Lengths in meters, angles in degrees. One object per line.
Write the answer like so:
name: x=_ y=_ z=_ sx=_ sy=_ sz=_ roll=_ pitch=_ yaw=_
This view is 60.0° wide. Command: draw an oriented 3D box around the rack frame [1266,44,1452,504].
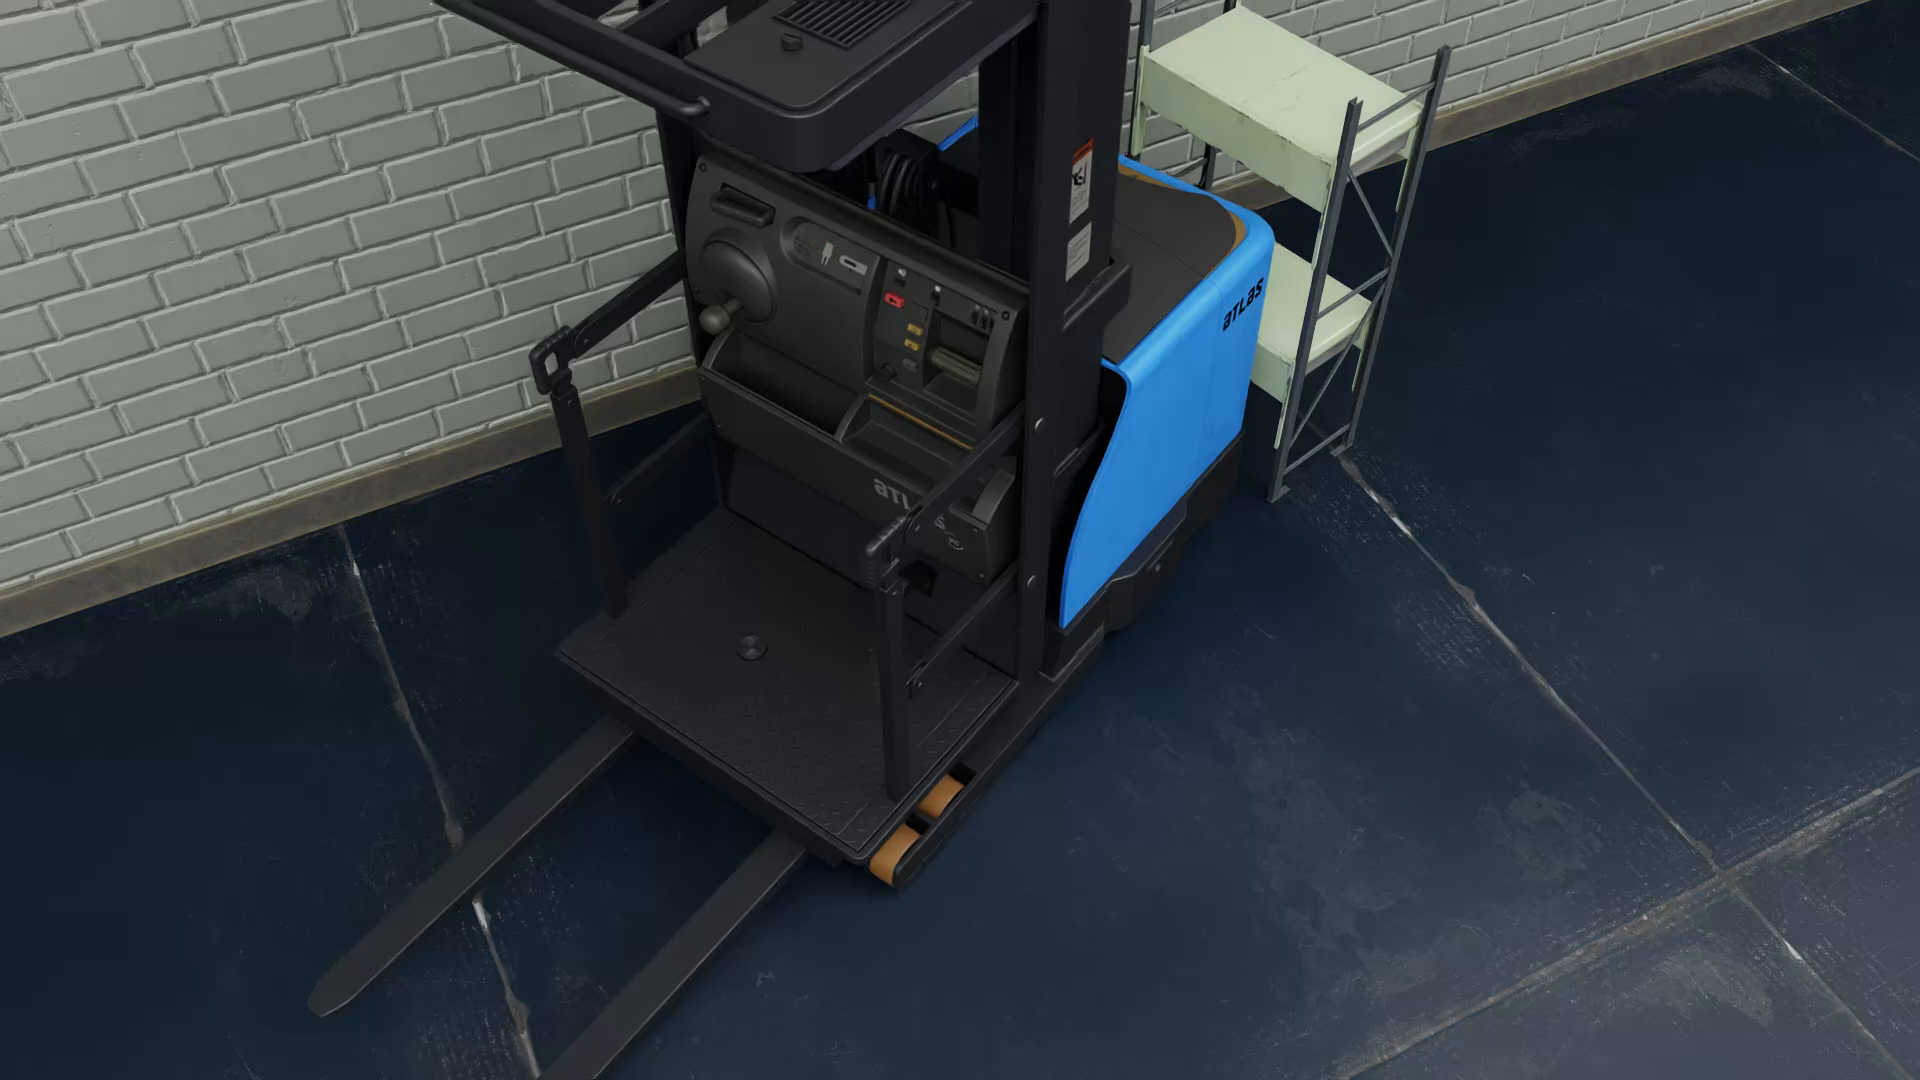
rack frame: x=1.146 y=-0.716 z=4.880 sx=0.400 sy=1.500 sz=0.023 roll=-34 pitch=57 yaw=-26

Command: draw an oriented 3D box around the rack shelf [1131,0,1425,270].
rack shelf: x=0.904 y=-1.180 z=4.767 sx=0.431 sy=0.370 sz=0.720 roll=-34 pitch=57 yaw=-26

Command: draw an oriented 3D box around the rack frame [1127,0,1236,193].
rack frame: x=0.662 y=-1.129 z=5.241 sx=0.400 sy=1.500 sz=0.023 roll=-34 pitch=57 yaw=-26

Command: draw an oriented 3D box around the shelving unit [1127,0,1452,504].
shelving unit: x=0.904 y=-0.923 z=5.061 sx=0.431 sy=1.500 sz=0.755 roll=-34 pitch=57 yaw=-26

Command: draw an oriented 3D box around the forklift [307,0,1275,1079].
forklift: x=-0.394 y=-0.469 z=3.713 sx=1.130 sy=2.935 sz=3.031 roll=29 pitch=55 yaw=23

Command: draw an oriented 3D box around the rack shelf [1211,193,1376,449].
rack shelf: x=0.904 y=-0.708 z=5.306 sx=0.431 sy=0.370 sz=0.720 roll=-34 pitch=57 yaw=-26
